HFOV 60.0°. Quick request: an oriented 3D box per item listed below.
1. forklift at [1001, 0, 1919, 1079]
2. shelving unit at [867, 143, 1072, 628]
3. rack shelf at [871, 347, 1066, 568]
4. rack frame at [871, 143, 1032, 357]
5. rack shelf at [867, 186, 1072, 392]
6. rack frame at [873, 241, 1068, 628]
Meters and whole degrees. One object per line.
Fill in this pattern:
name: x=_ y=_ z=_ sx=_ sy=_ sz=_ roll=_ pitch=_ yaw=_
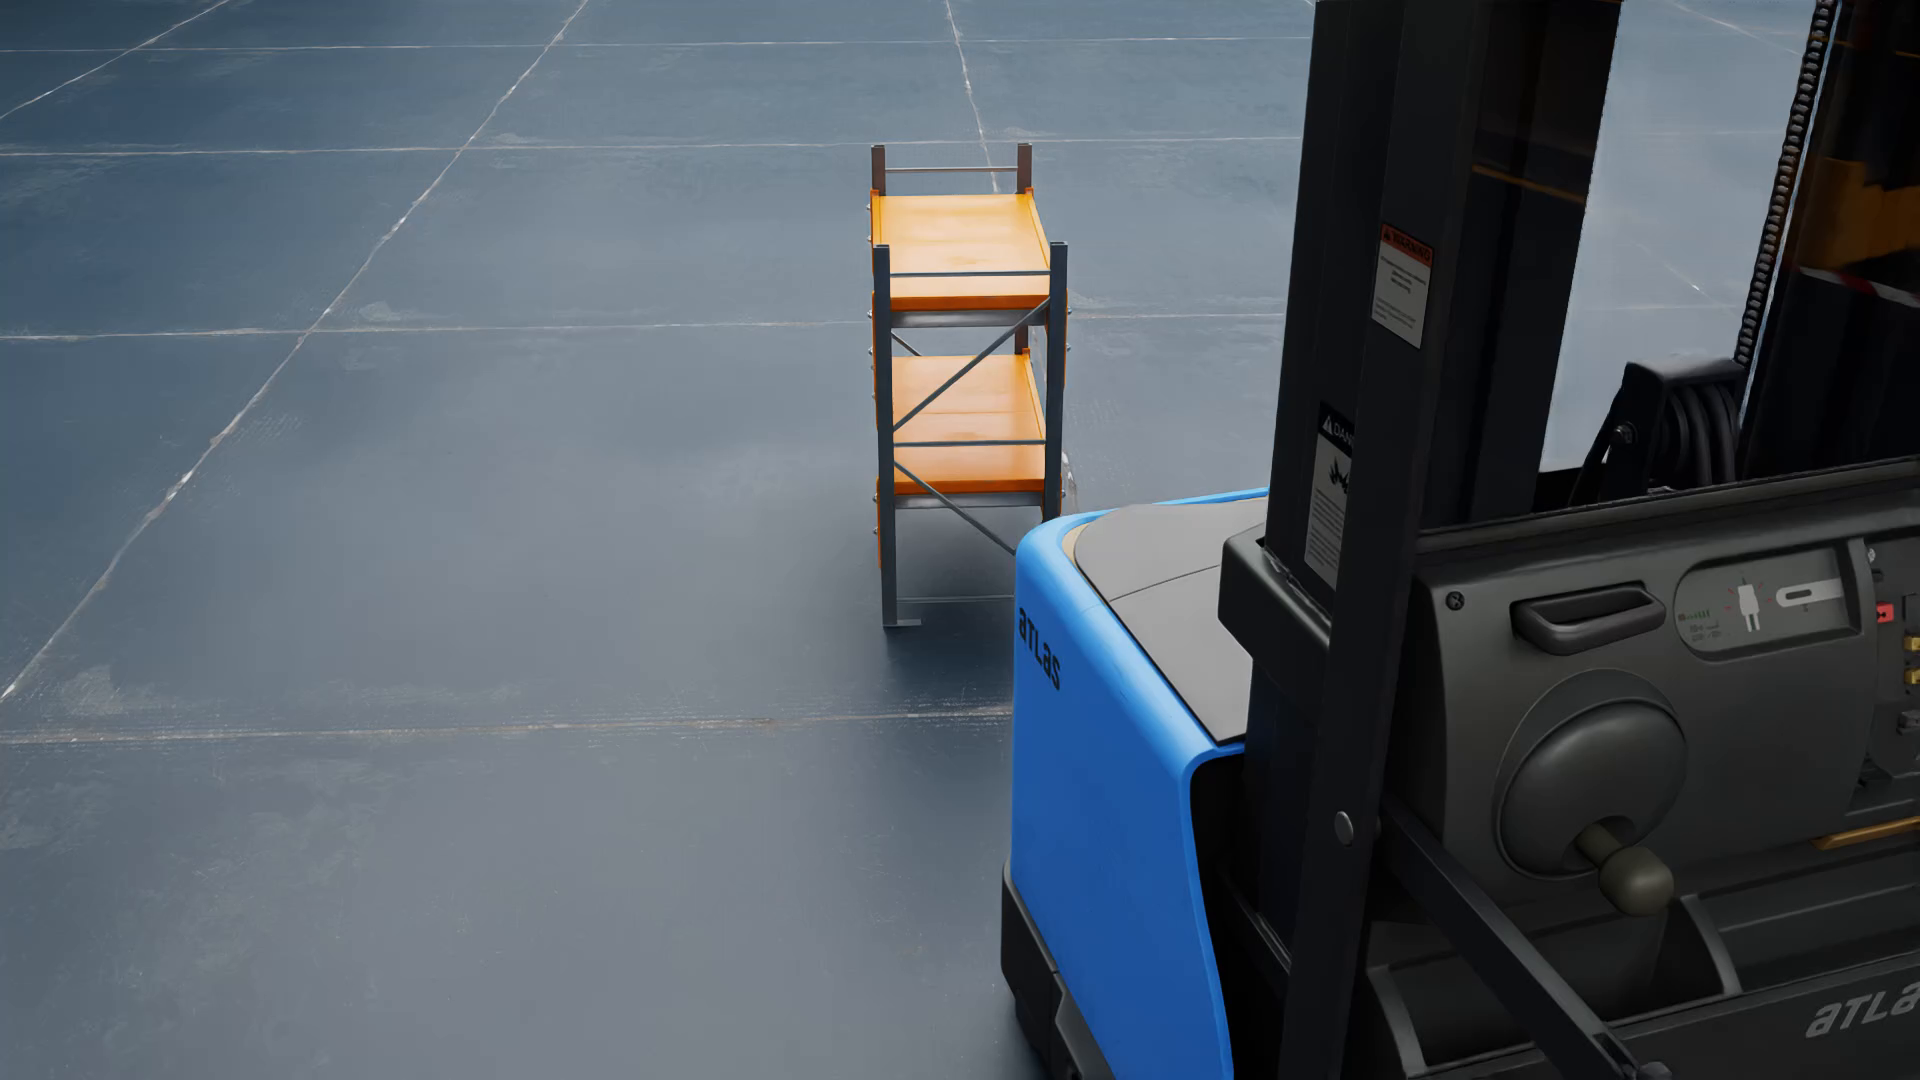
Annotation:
forklift: x=1.007 y=0.201 z=1.696 sx=1.130 sy=2.935 sz=3.031 roll=-8 pitch=29 yaw=-15
shelving unit: x=0.000 y=-0.496 z=4.984 sx=0.538 sy=1.125 sz=1.048 roll=-1 pitch=28 yaw=-3
rack shelf: x=0.000 y=-0.279 z=5.097 sx=0.538 sy=0.278 sz=1.000 roll=-1 pitch=28 yaw=-3
rack frame: x=-0.026 y=-0.730 z=5.434 sx=0.500 sy=1.125 sz=0.032 roll=-1 pitch=28 yaw=-3
rack shelf: x=0.000 y=-0.755 z=4.849 sx=0.538 sy=0.278 sz=1.000 roll=-1 pitch=28 yaw=-3
rack frame: x=0.027 y=-0.261 z=4.534 sx=0.500 sy=1.125 sz=0.032 roll=-1 pitch=28 yaw=-3
